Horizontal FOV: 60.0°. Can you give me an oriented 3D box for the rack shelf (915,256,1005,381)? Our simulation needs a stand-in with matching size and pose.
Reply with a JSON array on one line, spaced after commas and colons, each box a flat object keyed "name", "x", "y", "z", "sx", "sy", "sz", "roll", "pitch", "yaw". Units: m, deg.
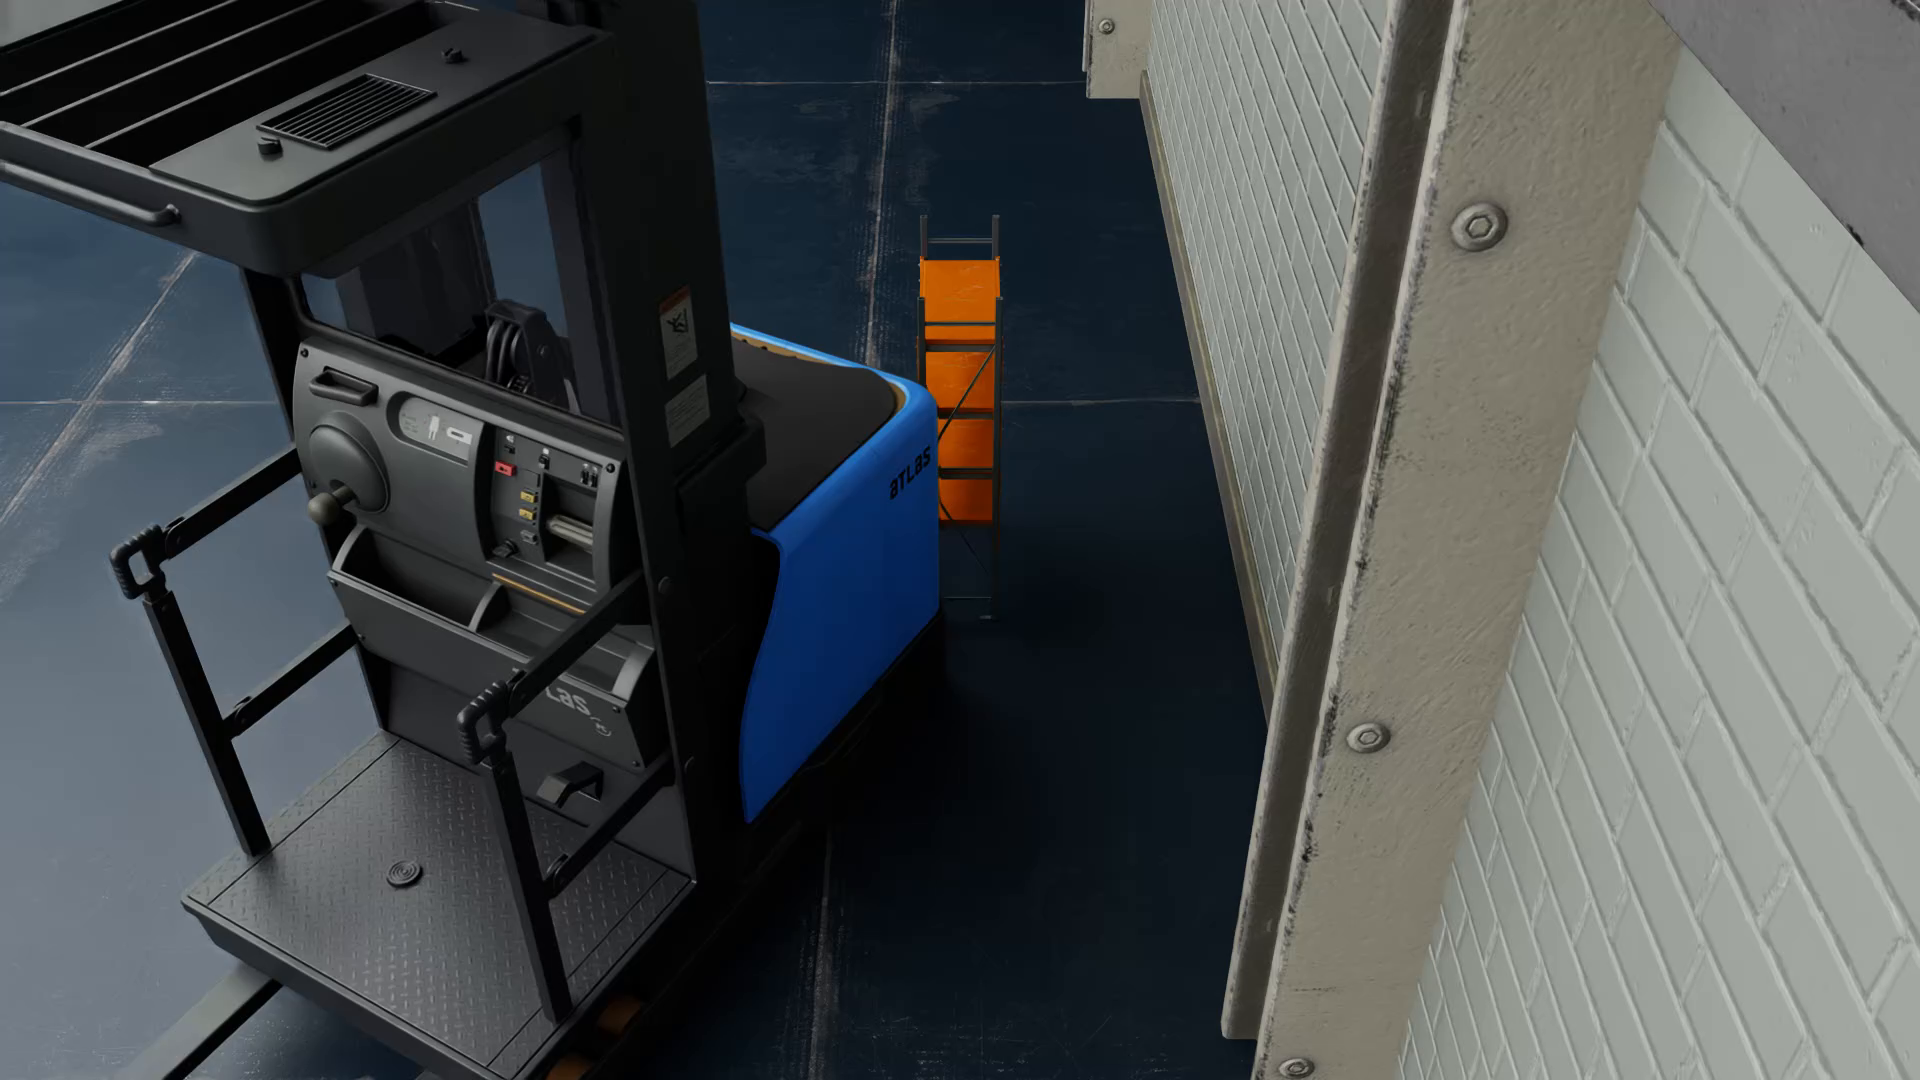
[{"name": "rack shelf", "x": 0.000, "y": -0.671, "z": 5.000, "sx": 0.258, "sy": 0.148, "sz": 0.480, "roll": 0, "pitch": 39, "yaw": 0}]

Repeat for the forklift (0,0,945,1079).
[{"name": "forklift", "x": -1.218, "y": -0.075, "z": 3.500, "sx": 1.130, "sy": 2.935, "sz": 3.031, "roll": 20, "pitch": 43, "yaw": 23}]

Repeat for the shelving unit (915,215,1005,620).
[{"name": "shelving unit", "x": 0.000, "y": -0.365, "z": 5.246, "sx": 0.258, "sy": 1.200, "sz": 0.503, "roll": 0, "pitch": 39, "yaw": 0}]

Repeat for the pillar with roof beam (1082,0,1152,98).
[{"name": "pillar with roof beam", "x": -3.495, "y": -5.919, "z": 5.940, "sx": 9.100, "sy": 9.000, "sz": 0.400, "roll": 0, "pitch": 39, "yaw": 0}]

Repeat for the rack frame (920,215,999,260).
[{"name": "rack frame", "x": 0.000, "y": -0.517, "z": 5.436, "sx": 0.240, "sy": 1.200, "sz": 0.015, "roll": 0, "pitch": 39, "yaw": 0}]

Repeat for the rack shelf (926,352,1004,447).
[{"name": "rack shelf", "x": 0.000, "y": -0.487, "z": 5.148, "sx": 0.258, "sy": 0.148, "sz": 0.480, "roll": 0, "pitch": 39, "yaw": 0}]

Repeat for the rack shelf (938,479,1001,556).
[{"name": "rack shelf", "x": 0.000, "y": -0.157, "z": 5.412, "sx": 0.258, "sy": 0.148, "sz": 0.480, "roll": 0, "pitch": 39, "yaw": 0}]

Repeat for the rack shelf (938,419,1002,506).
[{"name": "rack shelf", "x": 0.000, "y": -0.312, "z": 5.288, "sx": 0.258, "sy": 0.148, "sz": 0.480, "roll": 0, "pitch": 39, "yaw": 0}]

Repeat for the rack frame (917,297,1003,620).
[{"name": "rack frame", "x": 0.000, "y": -0.212, "z": 5.055, "sx": 0.240, "sy": 1.200, "sz": 0.015, "roll": 0, "pitch": 39, "yaw": 0}]

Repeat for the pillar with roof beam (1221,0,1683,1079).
[{"name": "pillar with roof beam", "x": -3.488, "y": -2.167, "z": 1.258, "sx": 9.100, "sy": 9.000, "sz": 0.400, "roll": 0, "pitch": 39, "yaw": 0}]
